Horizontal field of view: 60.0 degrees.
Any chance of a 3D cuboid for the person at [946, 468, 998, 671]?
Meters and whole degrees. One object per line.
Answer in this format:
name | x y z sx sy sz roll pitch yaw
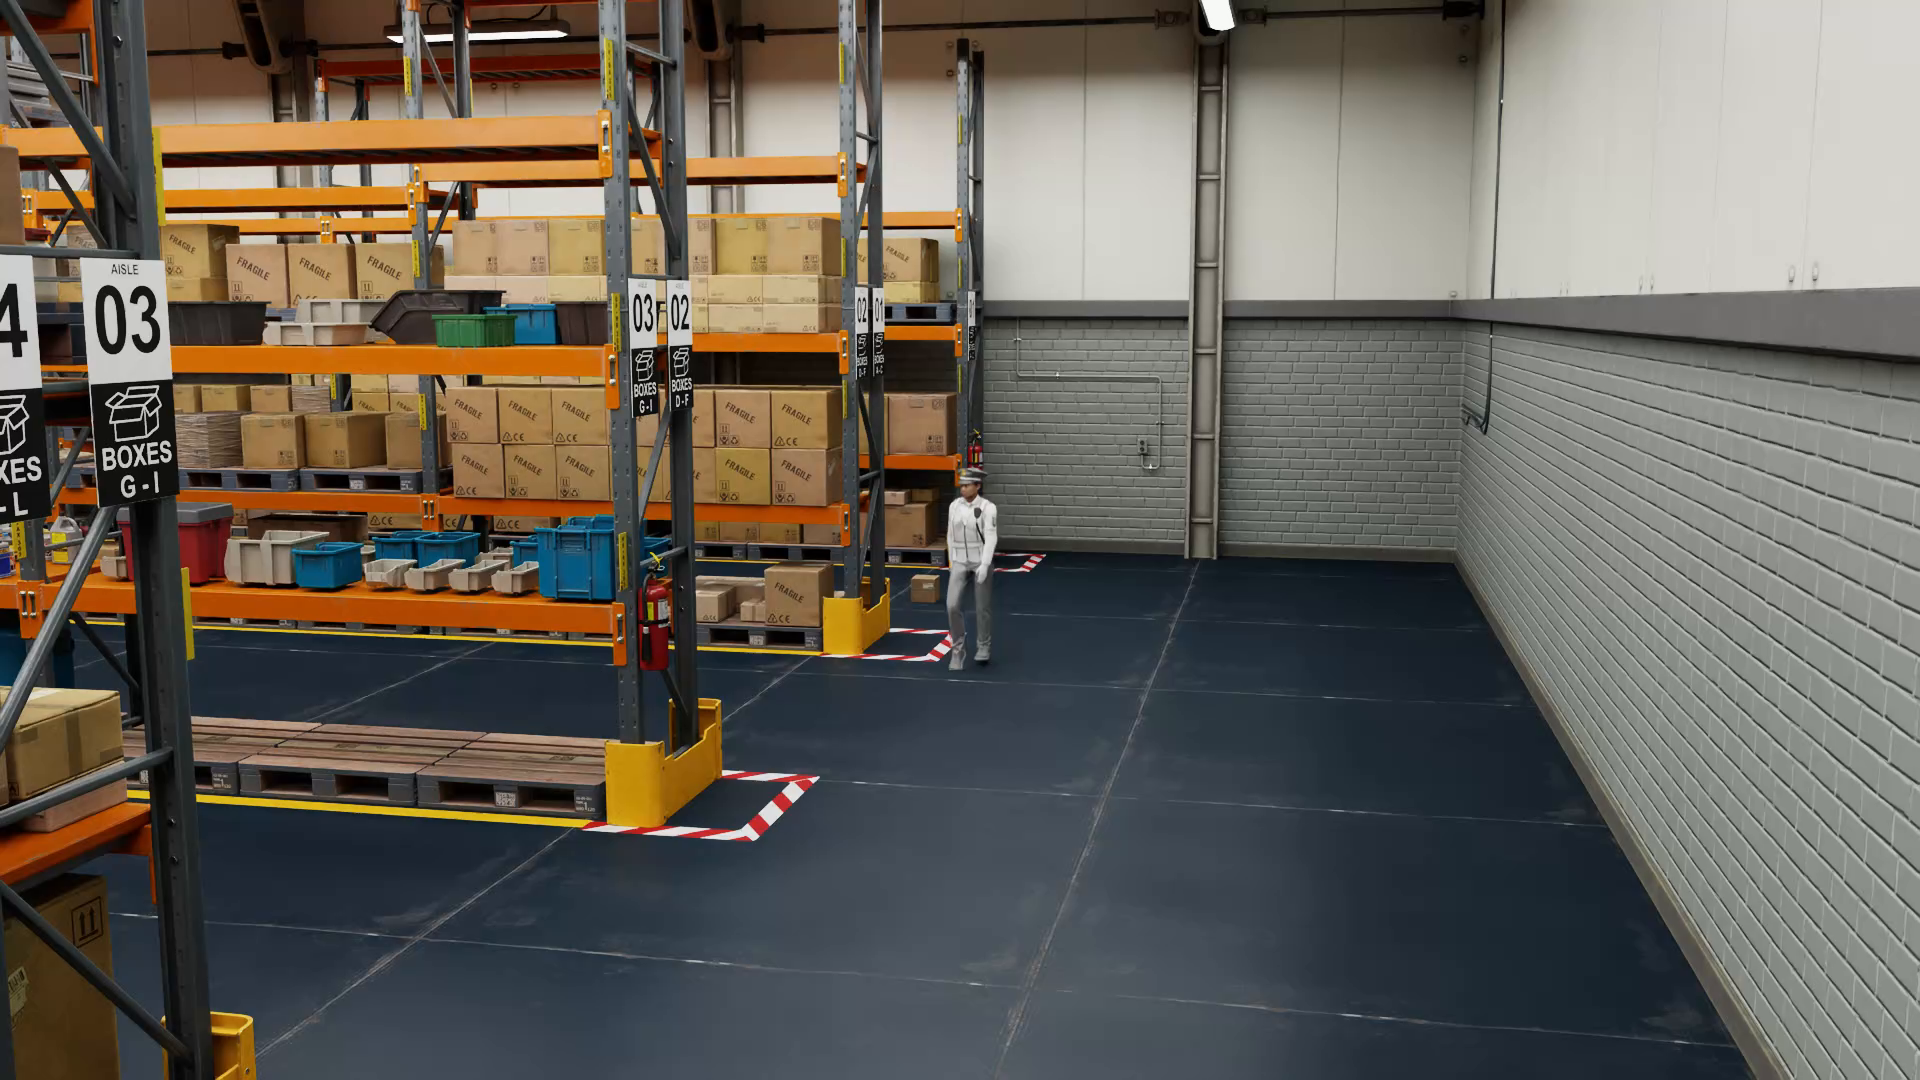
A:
person | 0.088 0.252 14.076 0.503 1.741 0.558 3 8 18
